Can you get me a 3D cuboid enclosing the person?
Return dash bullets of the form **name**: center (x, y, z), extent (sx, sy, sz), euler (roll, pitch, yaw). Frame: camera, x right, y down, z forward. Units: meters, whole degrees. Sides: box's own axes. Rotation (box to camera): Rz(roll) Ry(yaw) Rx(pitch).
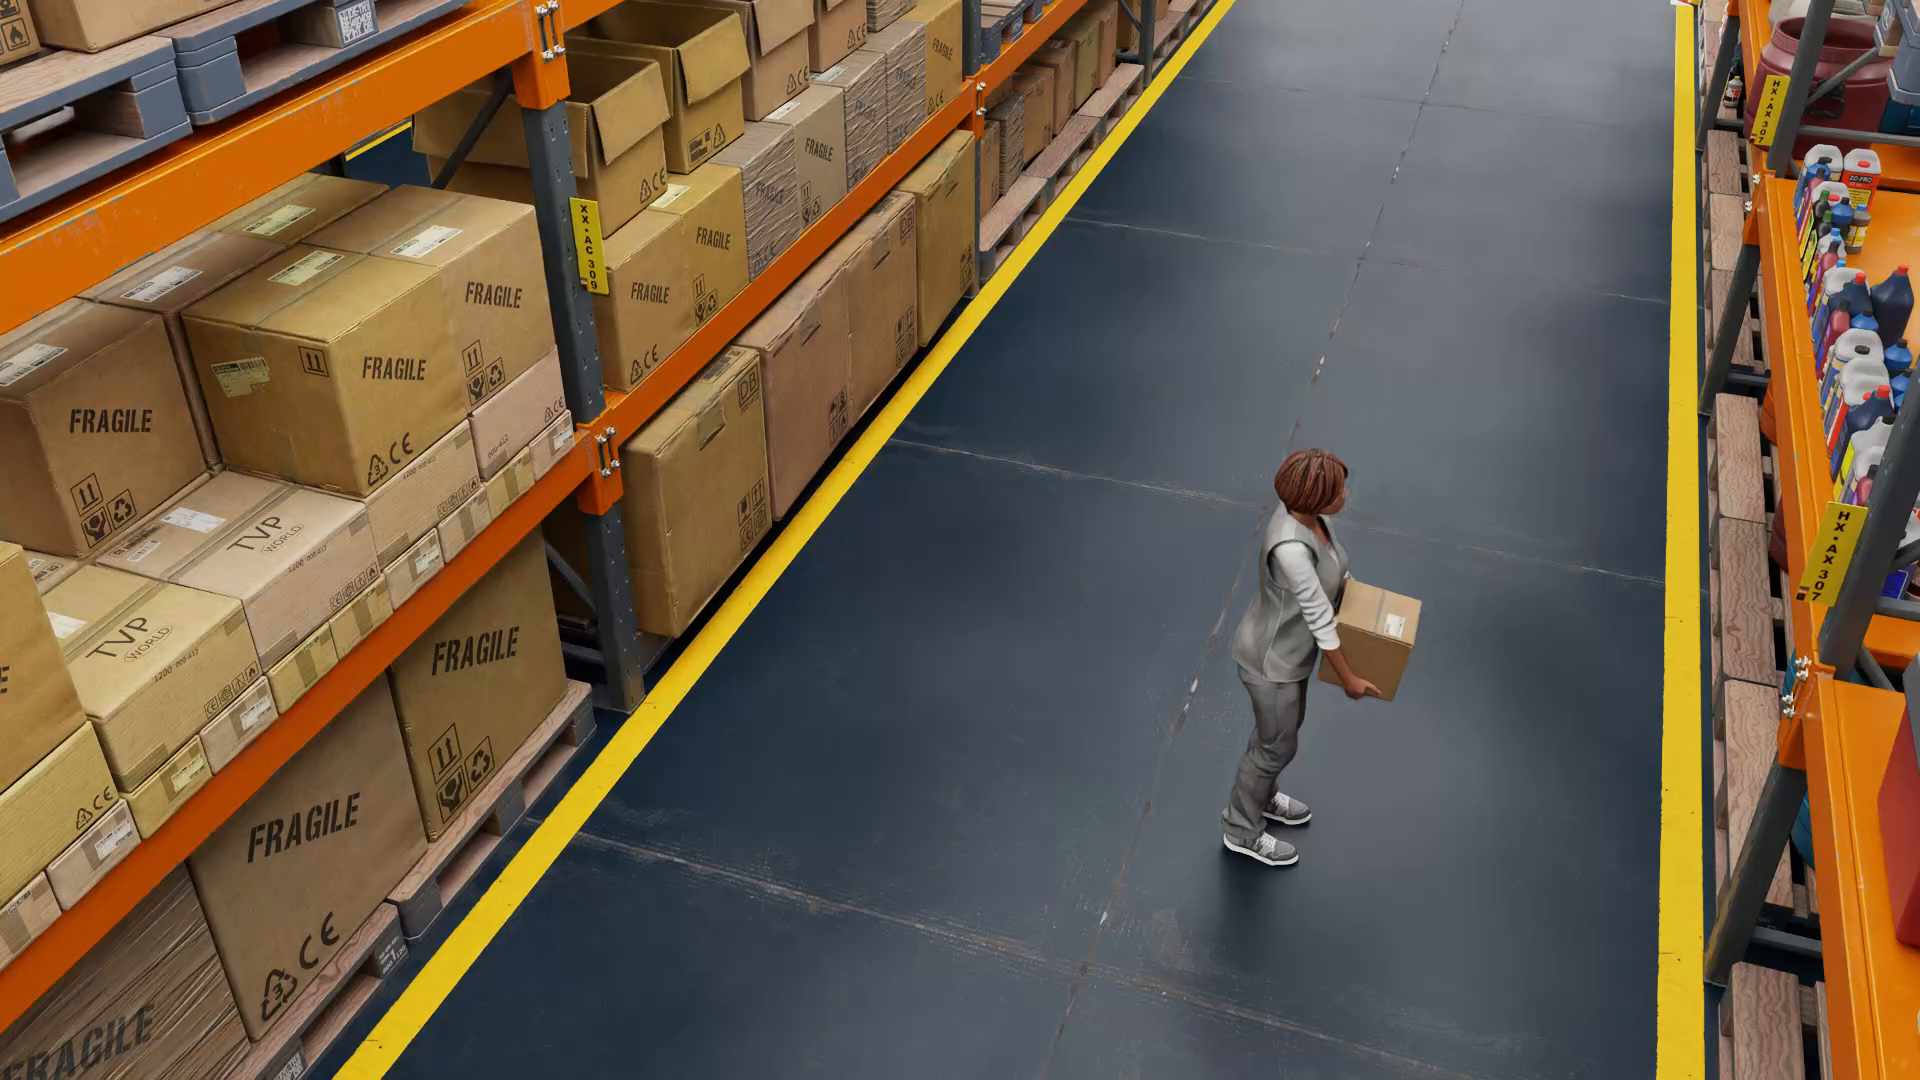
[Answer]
- **person**: center (1.087, 0.379, 5.584), extent (0.344, 1.593, 0.485), euler (9, 35, 14)
